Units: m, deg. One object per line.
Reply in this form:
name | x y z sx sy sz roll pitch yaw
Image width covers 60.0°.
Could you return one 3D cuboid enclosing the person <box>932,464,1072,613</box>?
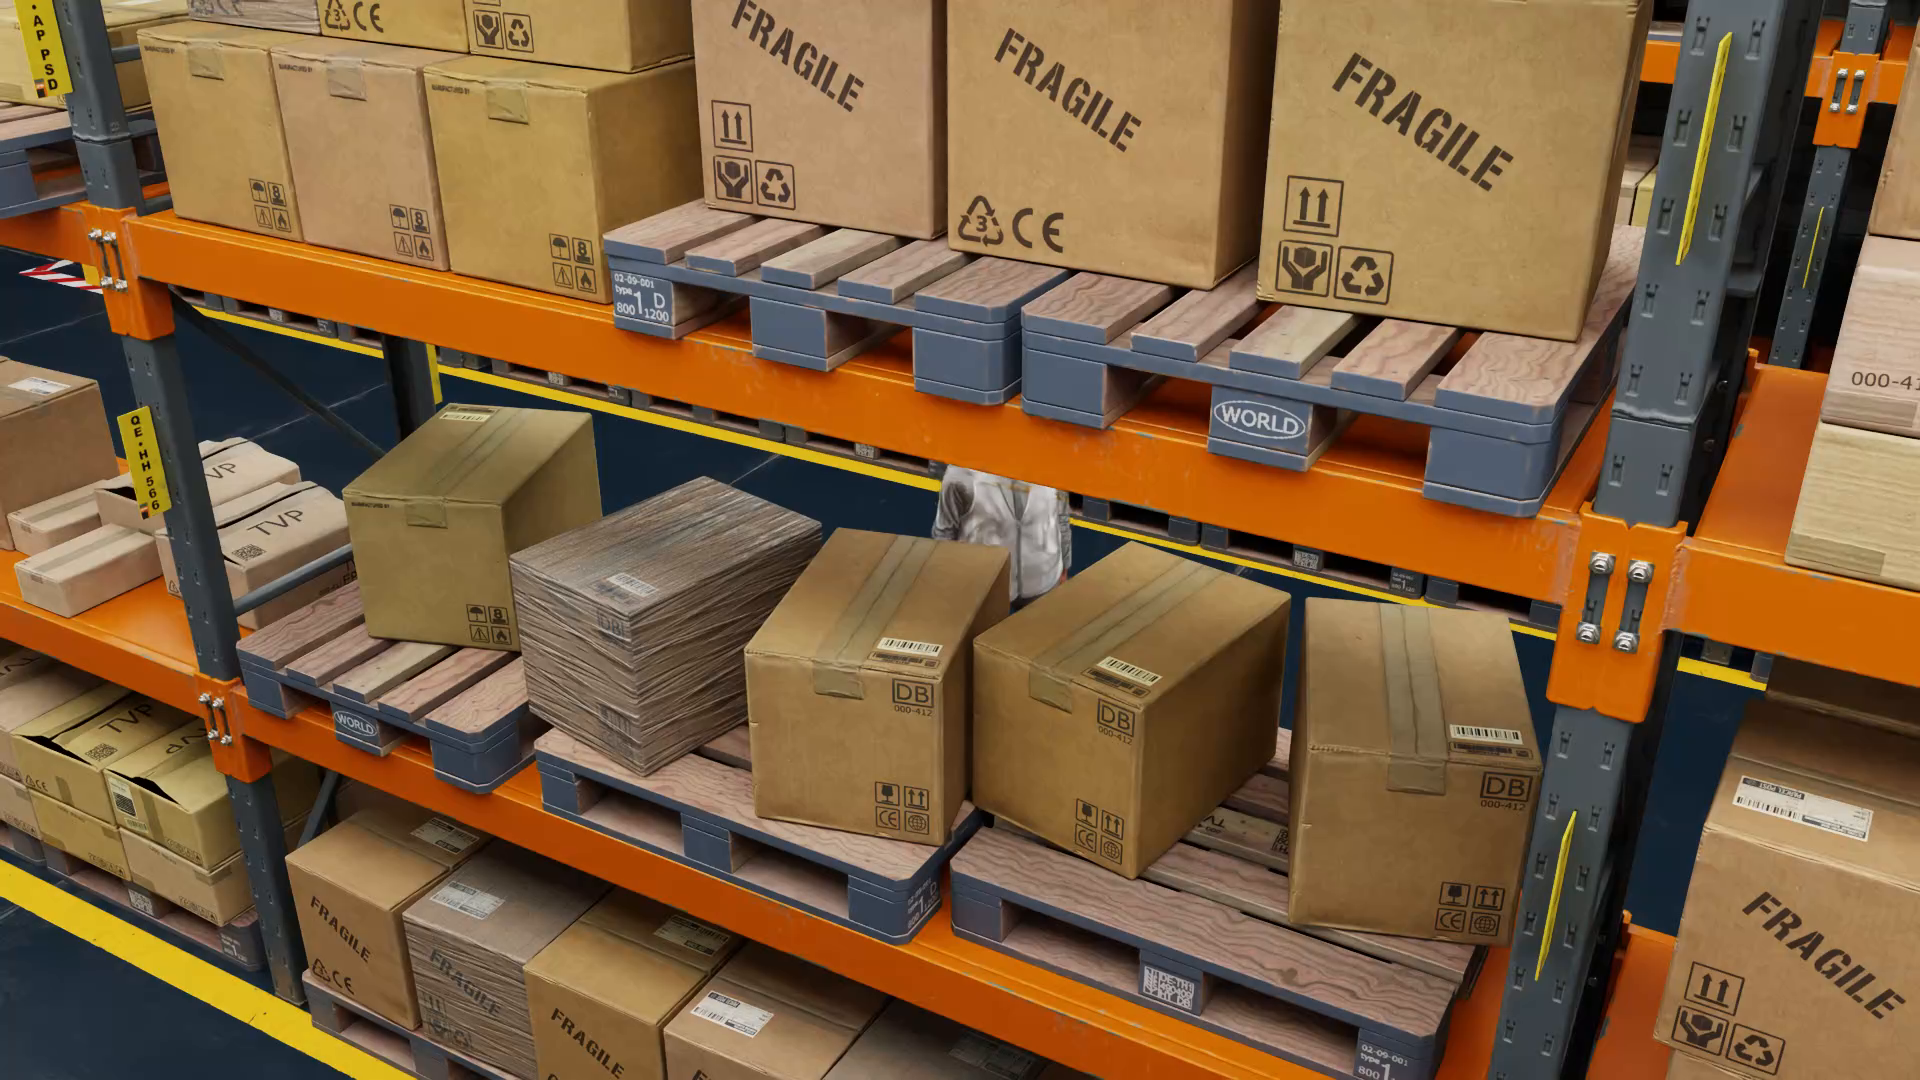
person | 0.170 0.154 6.790 0.595 1.763 0.718 -7 27 -13
